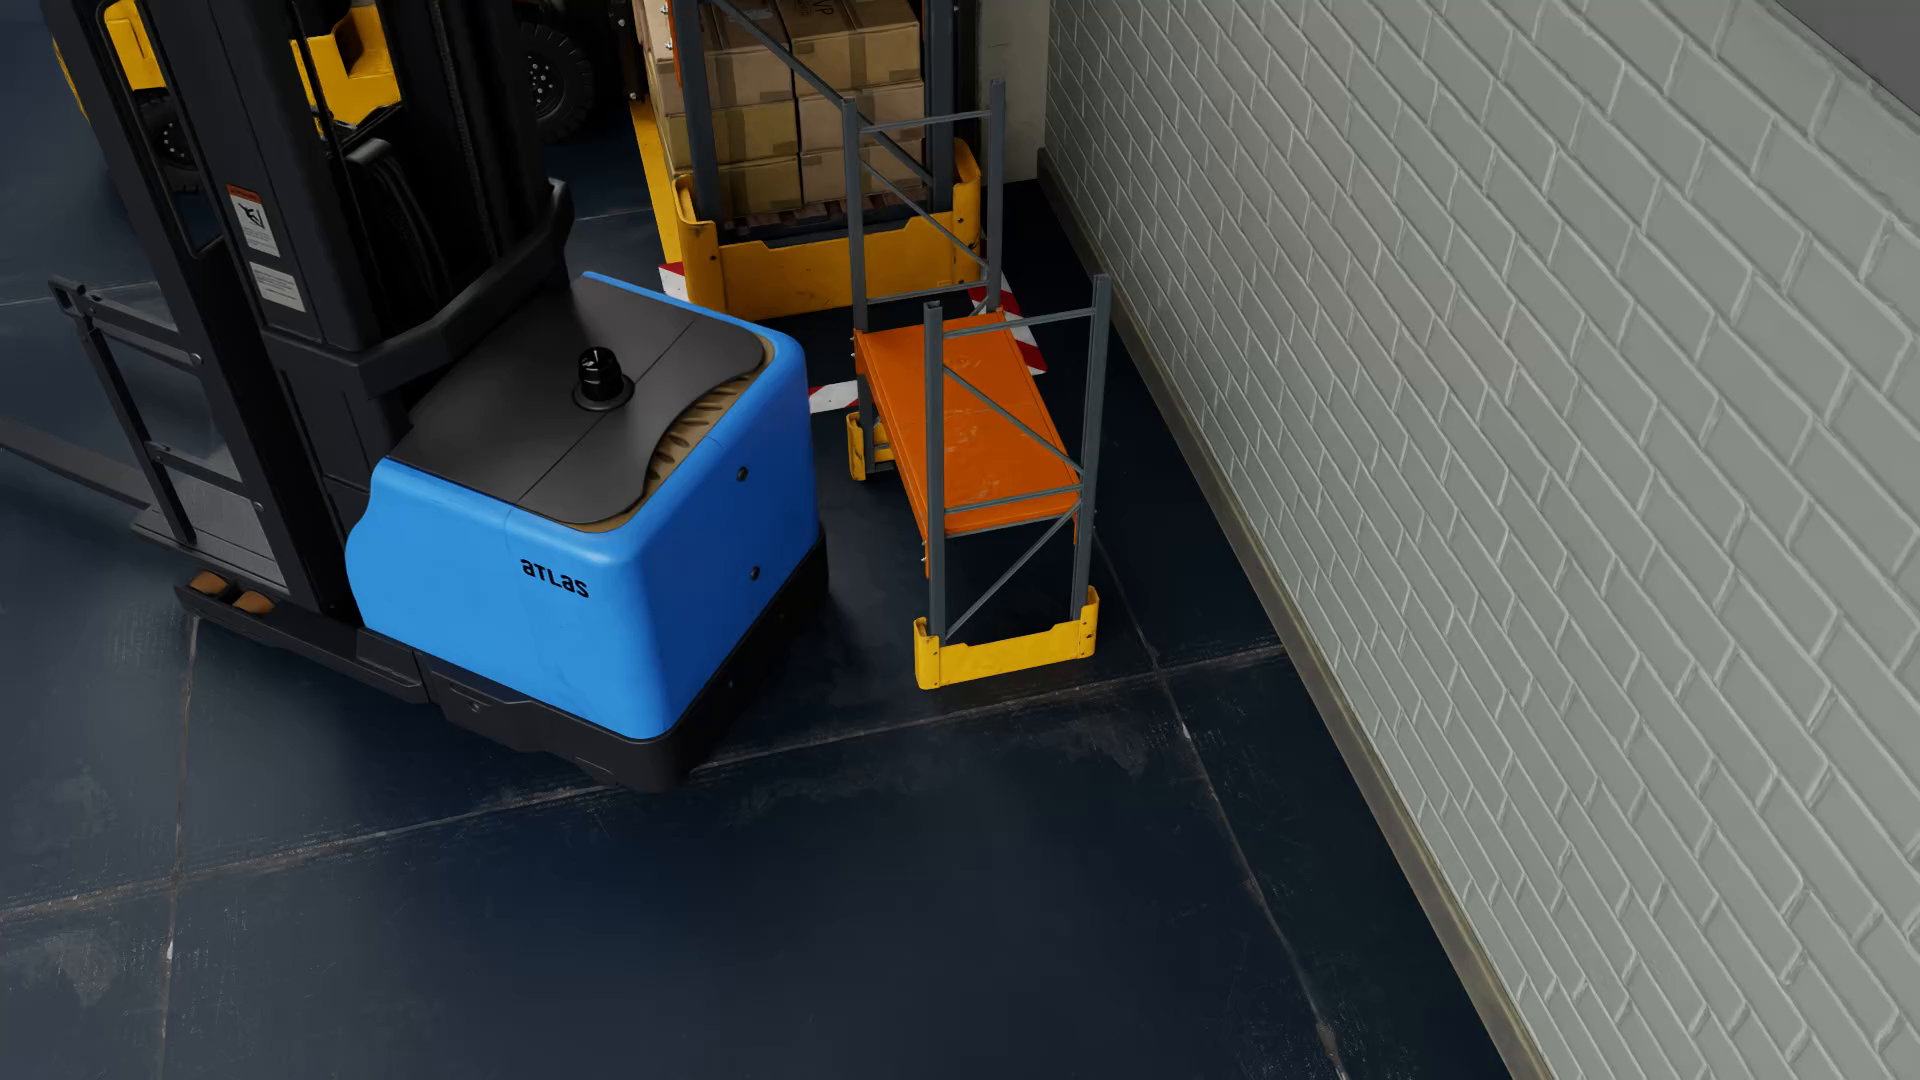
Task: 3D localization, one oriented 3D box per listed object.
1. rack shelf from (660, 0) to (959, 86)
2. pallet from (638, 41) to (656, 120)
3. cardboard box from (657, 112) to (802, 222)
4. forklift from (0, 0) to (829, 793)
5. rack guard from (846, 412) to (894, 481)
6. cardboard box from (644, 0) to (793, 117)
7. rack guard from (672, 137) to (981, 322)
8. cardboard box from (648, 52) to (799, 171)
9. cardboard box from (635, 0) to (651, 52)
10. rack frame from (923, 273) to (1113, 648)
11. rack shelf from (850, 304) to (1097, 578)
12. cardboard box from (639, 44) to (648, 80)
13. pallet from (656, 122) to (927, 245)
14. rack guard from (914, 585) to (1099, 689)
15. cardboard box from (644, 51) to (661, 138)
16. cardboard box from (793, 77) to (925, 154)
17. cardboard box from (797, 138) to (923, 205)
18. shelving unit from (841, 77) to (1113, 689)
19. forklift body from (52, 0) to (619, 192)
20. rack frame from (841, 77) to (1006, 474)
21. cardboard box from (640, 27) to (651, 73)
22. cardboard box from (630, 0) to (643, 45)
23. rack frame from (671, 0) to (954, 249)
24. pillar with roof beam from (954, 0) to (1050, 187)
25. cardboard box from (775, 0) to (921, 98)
[{"bbox_3d":[-1.032,-3.239,7.328,1.077,0.370,4.000,-11,47,-10],"label":"rack shelf"},{"bbox_3d":[-1.065,-2.495,8.048,1.003,0.211,1.213,-11,47,-10],"label":"pallet"},{"bbox_3d":[-0.945,-1.562,6.811,0.500,0.250,0.500,-10,46,-10],"label":"cardboard box"},{"bbox_3d":[-1.988,-1.015,4.693,3.031,2.935,1.130,19,49,18],"label":"forklift"},{"bbox_3d":[-0.108,-0.379,5.946,0.587,0.250,0.087,-11,47,-10],"label":"rack guard"},{"bbox_3d":[-0.939,-1.906,6.449,0.500,0.250,0.500,-9,46,-9],"label":"cardboard box"},{"bbox_3d":[-0.514,-1.219,6.594,1.175,0.500,0.348,-11,47,-10],"label":"rack guard"},{"bbox_3d":[-0.947,-1.749,6.645,0.500,0.250,0.500,-11,47,-11],"label":"cardboard box"},{"bbox_3d":[-1.076,-2.257,6.793,0.500,0.250,0.500,-10,46,-10],"label":"cardboard box"},{"bbox_3d":[0.152,-0.115,4.813,0.500,1.500,0.032,-11,47,-10],"label":"rack frame"},{"bbox_3d":[0.022,-0.340,5.285,0.538,0.185,1.000,-11,47,-10],"label":"rack shelf"},{"bbox_3d":[-1.183,-2.254,7.490,0.500,0.250,0.500,-10,46,-10],"label":"cardboard box"},{"bbox_3d":[-0.756,-1.655,7.224,1.003,0.211,1.213,-11,47,-10],"label":"pallet"},{"bbox_3d":[0.147,0.309,5.272,0.587,0.250,0.087,-11,47,-10],"label":"rack guard"},{"bbox_3d":[-1.064,-1.907,7.149,0.500,0.250,0.500,-11,47,-10],"label":"cardboard box"},{"bbox_3d":[-0.439,-1.833,6.727,0.500,0.250,0.500,-10,46,-10],"label":"cardboard box"},{"bbox_3d":[-0.456,-1.670,6.917,0.500,0.250,0.500,-11,47,-10],"label":"cardboard box"},{"bbox_3d":[0.020,-0.472,5.163,0.587,1.500,1.083,-11,47,-10],"label":"shelving unit"},{"bbox_3d":[-2.769,-2.789,6.977,2.313,2.155,1.214,-11,47,-10],"label":"forklift body"},{"bbox_3d":[-0.108,-0.817,5.501,0.500,1.500,0.032,-11,47,-10],"label":"rack frame"},{"bbox_3d":[-1.065,-2.097,6.986,0.500,0.250,0.500,-11,47,-11],"label":"cardboard box"},{"bbox_3d":[-1.217,-2.450,7.332,0.500,0.250,0.500,-12,47,-11],"label":"cardboard box"},{"bbox_3d":[-0.520,-2.110,5.718,1.000,3.000,0.127,-11,47,-10],"label":"rack frame"},{"bbox_3d":[-3.988,-4.069,3.437,9.100,9.000,0.400,-11,47,-10],"label":"pillar with roof beam"},{"bbox_3d":[-0.460,-2.011,6.552,0.500,0.250,0.500,-11,47,-11],"label":"cardboard box"}]
